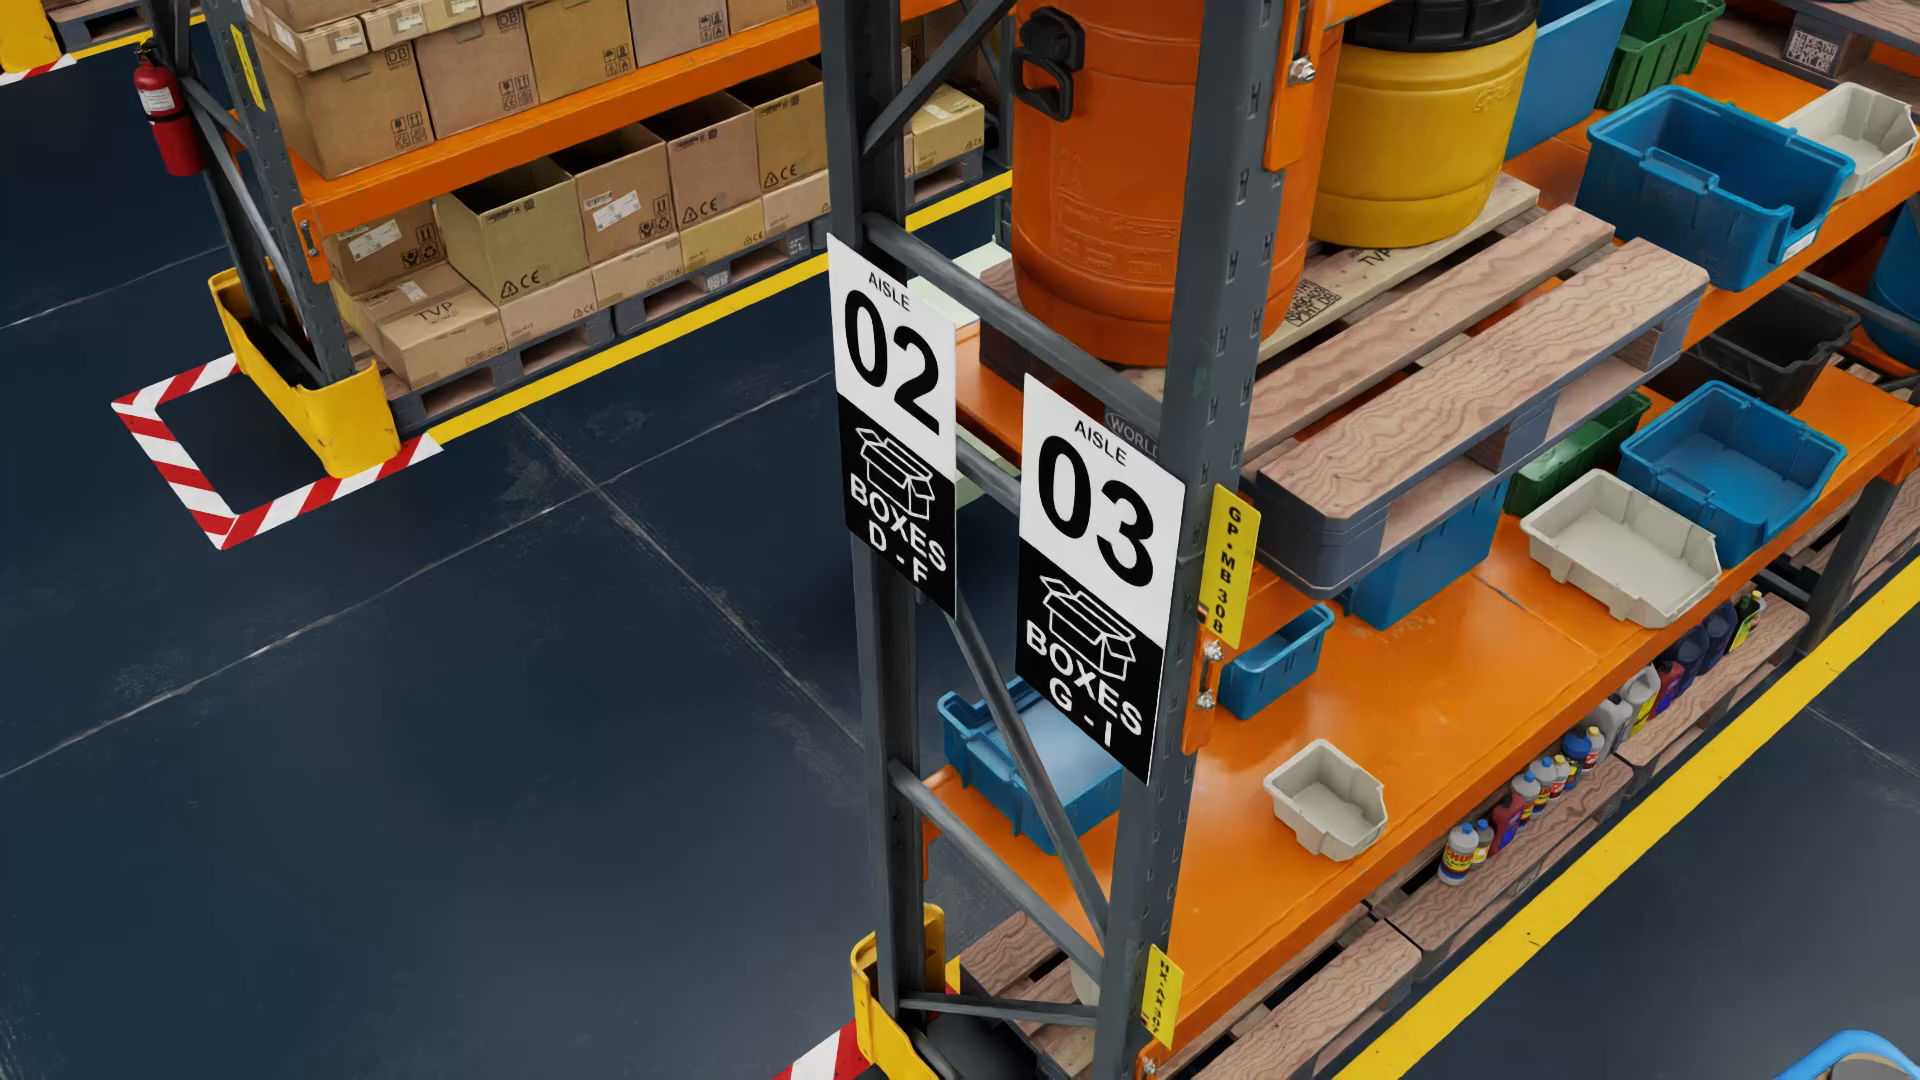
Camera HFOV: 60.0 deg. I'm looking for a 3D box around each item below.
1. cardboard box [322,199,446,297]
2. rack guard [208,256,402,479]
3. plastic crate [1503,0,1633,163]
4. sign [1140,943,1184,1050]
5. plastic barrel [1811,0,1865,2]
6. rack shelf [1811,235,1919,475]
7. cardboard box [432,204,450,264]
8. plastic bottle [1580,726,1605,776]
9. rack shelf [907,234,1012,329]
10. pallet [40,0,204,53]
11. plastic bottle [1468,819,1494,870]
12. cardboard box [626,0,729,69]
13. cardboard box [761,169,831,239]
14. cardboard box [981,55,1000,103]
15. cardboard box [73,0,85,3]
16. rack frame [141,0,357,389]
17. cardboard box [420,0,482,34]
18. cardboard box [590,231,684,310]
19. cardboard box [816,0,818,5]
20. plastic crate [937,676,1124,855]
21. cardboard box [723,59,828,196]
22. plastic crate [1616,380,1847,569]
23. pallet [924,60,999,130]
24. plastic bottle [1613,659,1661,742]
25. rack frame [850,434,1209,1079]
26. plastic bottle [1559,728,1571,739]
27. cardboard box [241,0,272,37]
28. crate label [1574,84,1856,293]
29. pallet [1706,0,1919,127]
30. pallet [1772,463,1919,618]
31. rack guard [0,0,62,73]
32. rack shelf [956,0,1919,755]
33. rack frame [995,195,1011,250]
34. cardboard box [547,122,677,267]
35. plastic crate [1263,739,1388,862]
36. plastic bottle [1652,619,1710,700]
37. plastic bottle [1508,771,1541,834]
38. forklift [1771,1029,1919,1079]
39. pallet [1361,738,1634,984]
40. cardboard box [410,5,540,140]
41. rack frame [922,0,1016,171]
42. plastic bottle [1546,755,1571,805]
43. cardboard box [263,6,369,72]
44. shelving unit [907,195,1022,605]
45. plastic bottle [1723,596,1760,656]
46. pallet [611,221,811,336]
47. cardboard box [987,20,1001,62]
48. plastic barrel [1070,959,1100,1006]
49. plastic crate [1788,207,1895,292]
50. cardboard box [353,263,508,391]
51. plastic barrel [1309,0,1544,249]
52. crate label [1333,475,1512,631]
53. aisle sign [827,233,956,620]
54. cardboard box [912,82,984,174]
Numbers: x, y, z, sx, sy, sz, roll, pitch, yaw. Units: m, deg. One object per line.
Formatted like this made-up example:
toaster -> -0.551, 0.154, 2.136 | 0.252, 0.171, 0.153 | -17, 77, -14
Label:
cardboard box -> -2.845, -1.563, 7.931 | 0.500, 0.500, 0.500 | -30, 51, -28
rack guard -> -3.083, -0.826, 7.817 | 0.348, 0.500, 1.175 | -30, 51, -28
plastic crate -> 1.380, -1.228, 4.240 | 0.575, 0.384, 0.392 | -30, 51, -28
sign -> 0.460, 1.045, 3.797 | 0.005, 0.325, 0.100 | -30, 51, -28
plastic barrel -> 2.346, -1.950, 4.325 | 0.708, 0.901, 0.600 | -30, 51, -28
rack shelf -> 4.712, -1.518, 7.254 | 4.000, 0.370, 1.077 | -30, 51, -28
cardboard box -> -2.467, -1.515, 8.427 | 0.500, 0.250, 0.500 | -30, 51, -28
plastic bottle -> 2.274, 0.754, 6.032 | 0.097, 0.201, 0.097 | 0, 43, 0
rack shelf -> -0.005, -0.828, 6.520 | 0.720, 0.370, 0.431 | -30, 51, -28
pallet -> -5.542, -3.702, 11.091 | 1.213, 0.211, 1.003 | -30, 51, -28
plastic bottle -> 1.780, 1.037, 5.731 | 0.097, 0.201, 0.097 | 0, 43, 0
cardboard box -> -1.513, -2.663, 7.875 | 0.500, 0.500, 0.700 | -28, 50, -27
cardboard box -> -0.976, -1.895, 8.832 | 0.500, 0.250, 0.500 | -30, 51, -28
cardboard box -> 0.472, -2.702, 9.691 | 0.500, 0.250, 0.500 | -31, 51, -29
cardboard box -> -5.658, -3.784, 10.784 | 0.500, 0.311, 0.500 | 33, 52, 30
rack frame -> -3.065, -1.747, 6.973 | 0.127, 3.000, 1.000 | -30, 51, -28
cardboard box -> -2.233, -2.306, 7.021 | 0.250, 0.149, 0.380 | -30, 51, -28
cardboard box -> -1.746, -1.458, 8.366 | 0.500, 0.250, 0.500 | -30, 51, -28
cardboard box -> -0.734, -3.107, 8.348 | 0.500, 0.500, 0.700 | -30, 51, -28
plastic crate -> 0.302, 0.533, 4.654 | 0.616, 0.251, 0.499 | -30, 51, -28
cardboard box -> -0.984, -2.175, 8.582 | 0.500, 0.500, 0.500 | -30, 51, -28
plastic crate -> 2.504, -0.219, 5.454 | 0.616, 0.251, 0.499 | -30, 51, -28
pallet -> 0.543, -2.832, 10.165 | 1.213, 0.211, 1.003 | -30, 51, -28
plastic bottle -> 2.474, 0.564, 6.125 | 0.185, 0.351, 0.144 | -30, 51, -28
rack frame -> 0.110, 0.855, 4.202 | 0.127, 3.000, 1.000 | -30, 51, -28
plastic bottle -> 2.278, 0.602, 6.134 | 0.133, 0.283, 0.061 | -30, 51, -28
cardboard box -> -2.894, -2.288, 7.002 | 0.250, 0.149, 0.380 | -31, 51, -28
crate label -> 1.758, -0.832, 3.916 | 0.408, 0.251, 0.502 | -30, 51, -28
pallet -> 2.688, -1.558, 4.718 | 1.003, 0.211, 1.213 | -30, 51, -28
pallet -> 3.756, -0.250, 7.416 | 1.213, 0.211, 1.003 | -30, 51, -28
rack guard -> -6.188, -3.469, 10.632 | 0.348, 0.500, 1.175 | -30, 51, -28
rack shelf -> 1.644, -0.854, 4.356 | 4.000, 0.370, 1.077 | -30, 51, -28
rack frame -> 0.276, -0.705, 6.958 | 0.023, 1.500, 0.400 | -30, 51, -28
cardboard box -> -1.753, -1.737, 8.116 | 0.500, 0.500, 0.500 | -30, 51, -28
plastic crate -> 1.003, 0.727, 4.531 | 0.250, 0.136, 0.298 | -30, 51, -28
plastic bottle -> 2.722, 0.422, 6.277 | 0.185, 0.351, 0.144 | -32, 52, -30
plastic bottle -> 1.964, 0.906, 5.819 | 0.097, 0.271, 0.097 | 0, 43, 0
forklift -> 2.745, 2.018, 3.014 | 1.130, 2.935, 3.031 | -23, 48, -22
pallet -> 1.700, 0.927, 6.163 | 1.213, 0.211, 1.003 | -30, 51, -28
cardboard box -> -2.299, -2.215, 7.398 | 0.500, 0.500, 0.700 | -28, 50, -27
rack frame -> 0.003, -3.504, 8.844 | 0.127, 3.000, 1.000 | -30, 51, -28
plastic bottle -> 2.116, 0.844, 5.936 | 0.097, 0.201, 0.097 | 0, 43, 0
cardboard box -> -2.626, -2.079, 6.780 | 0.250, 0.149, 0.380 | -30, 51, -28
shelving unit -> -0.005, -0.544, 6.787 | 0.755, 1.500, 0.431 | -30, 51, -28
plastic bottle -> 3.021, 0.313, 6.442 | 0.133, 0.283, 0.061 | -27, 50, -26
pallet -> -1.570, -1.622, 8.876 | 1.213, 0.211, 1.003 | -30, 51, -28
cardboard box -> 0.480, -2.910, 9.503 | 0.500, 0.311, 0.500 | -30, 51, -28
plastic barrel -> 0.566, 1.280, 5.260 | 0.421, 0.512, 0.421 | 0, 43, 0
plastic crate -> 3.353, -1.298, 6.448 | 0.583, 0.464, 0.402 | -30, 51, -28
cardboard box -> -2.511, -1.017, 7.897 | 0.500, 0.250, 0.500 | -30, 51, -28
plastic barrel -> 0.903, -1.027, 3.571 | 0.600, 0.588, 0.600 | 0, 43, 0
crate label -> 1.348, -0.108, 5.202 | 0.616, 0.435, 0.502 | -30, 51, -28
aisle sign -> -0.136, -0.217, 3.444 | 0.004, 0.787, 0.394 | -30, 51, -28
cardboard box -> -0.212, -2.337, 9.302 | 0.500, 0.250, 0.500 | -30, 51, -28
